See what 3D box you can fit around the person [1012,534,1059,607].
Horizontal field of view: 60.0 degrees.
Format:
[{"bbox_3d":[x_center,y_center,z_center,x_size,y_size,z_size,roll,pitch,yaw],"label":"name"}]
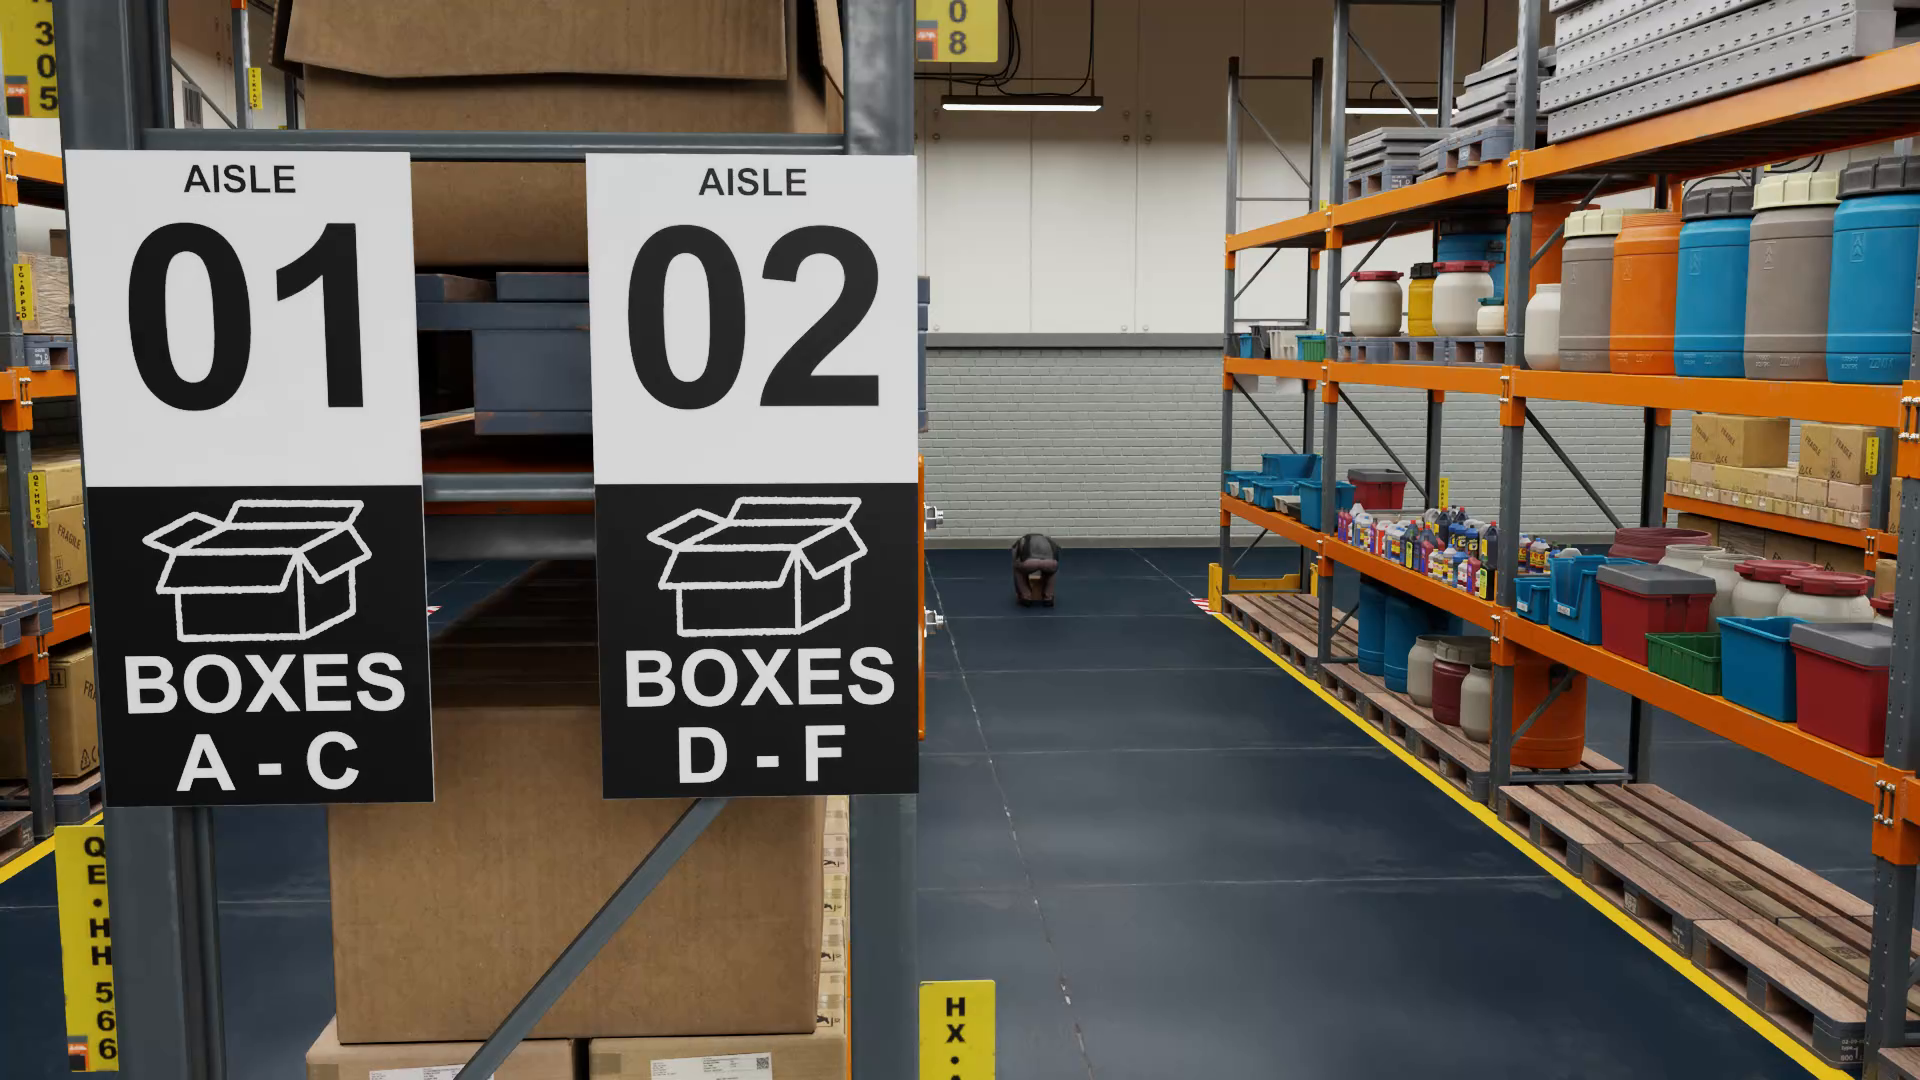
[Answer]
[{"bbox_3d":[0.852,0.336,19.015,0.500,0.815,0.948,-1,7,-5],"label":"person"}]
